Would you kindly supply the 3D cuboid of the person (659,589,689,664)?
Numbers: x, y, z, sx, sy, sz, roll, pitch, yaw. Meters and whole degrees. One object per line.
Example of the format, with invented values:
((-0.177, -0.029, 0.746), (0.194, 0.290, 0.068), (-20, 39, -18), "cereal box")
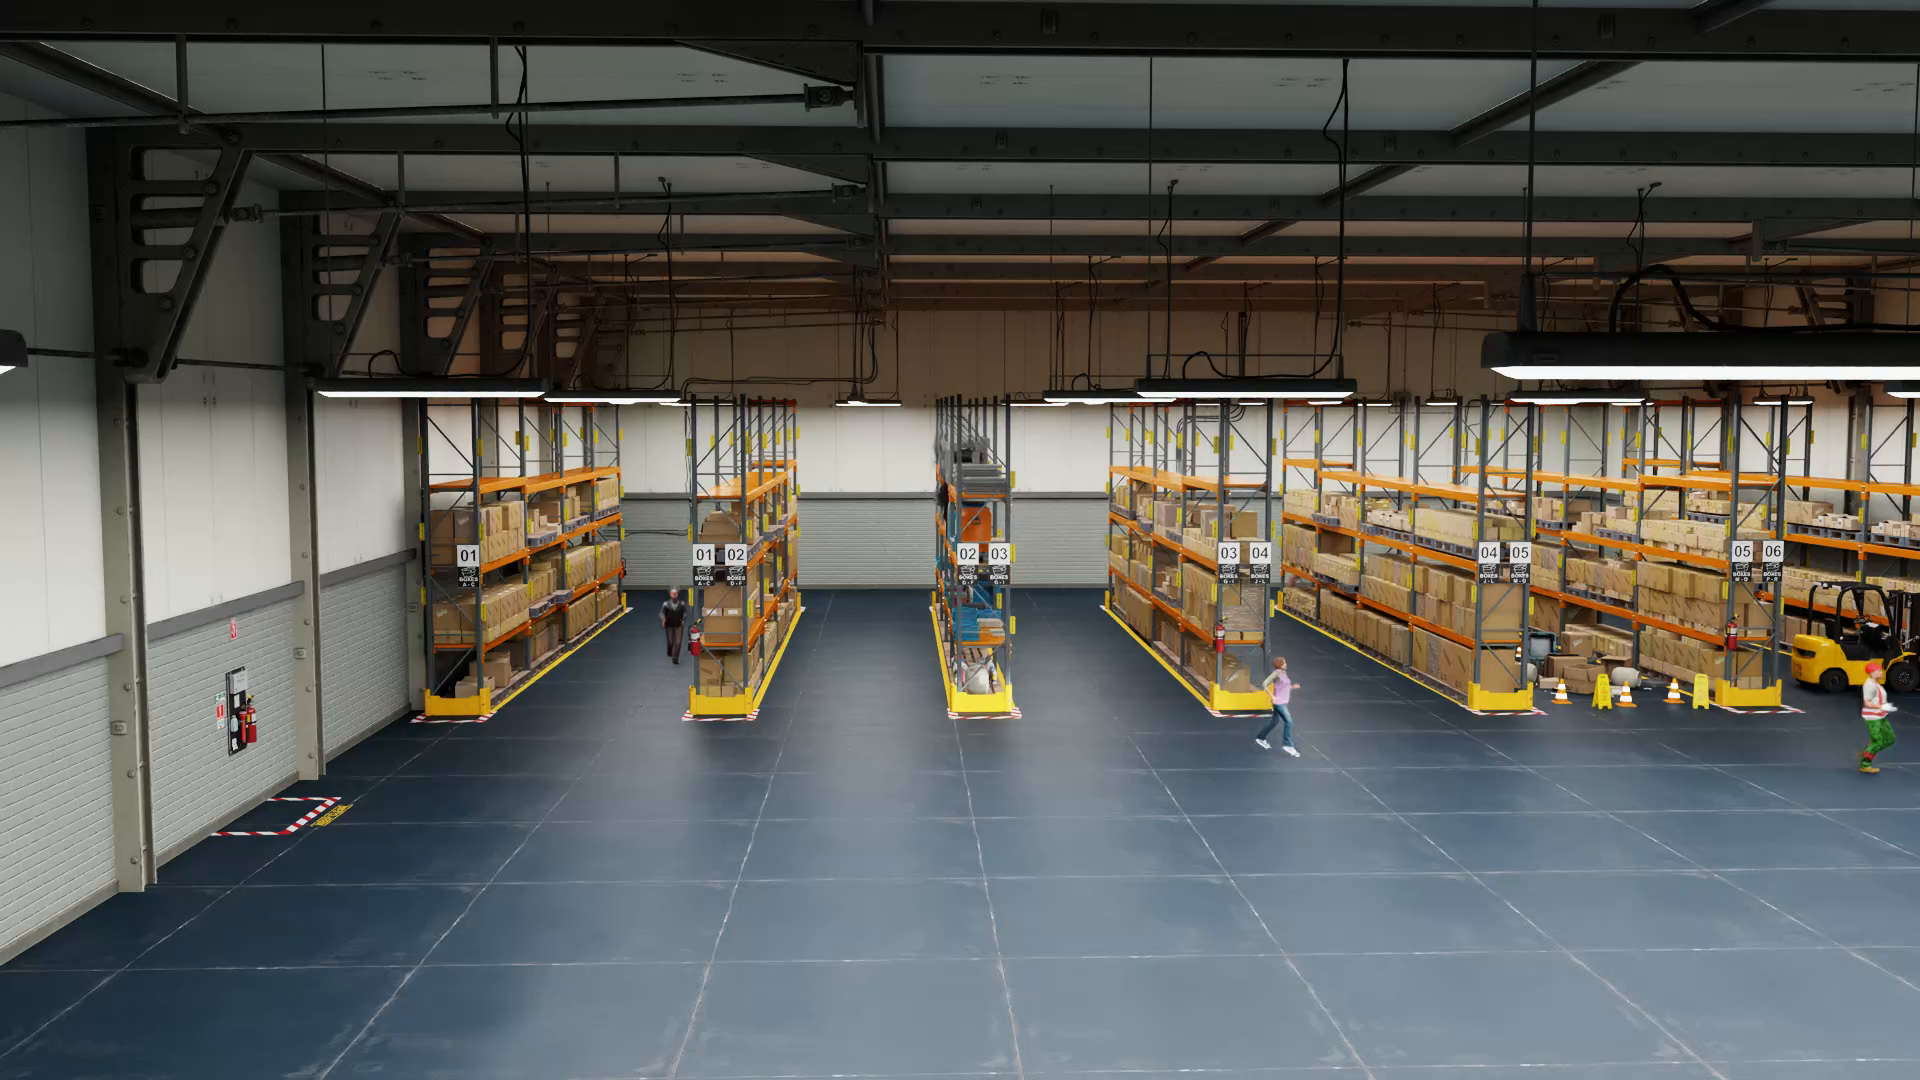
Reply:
((-6.429, 1.947, 37.425), (0.659, 1.679, 0.586), (-1, 5, -14), "person")

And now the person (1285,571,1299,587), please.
((9.872, 1.064, 48.888), (0.719, 1.632, 0.615), (-1, 5, -12), "person")

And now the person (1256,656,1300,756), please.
((5.276, 2.753, 27.601), (0.757, 1.610, 0.514), (2, 5, 22), "person")

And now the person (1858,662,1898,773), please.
((14.412, 2.788, 26.076), (0.580, 1.741, 0.644), (4, 6, 42), "person")
